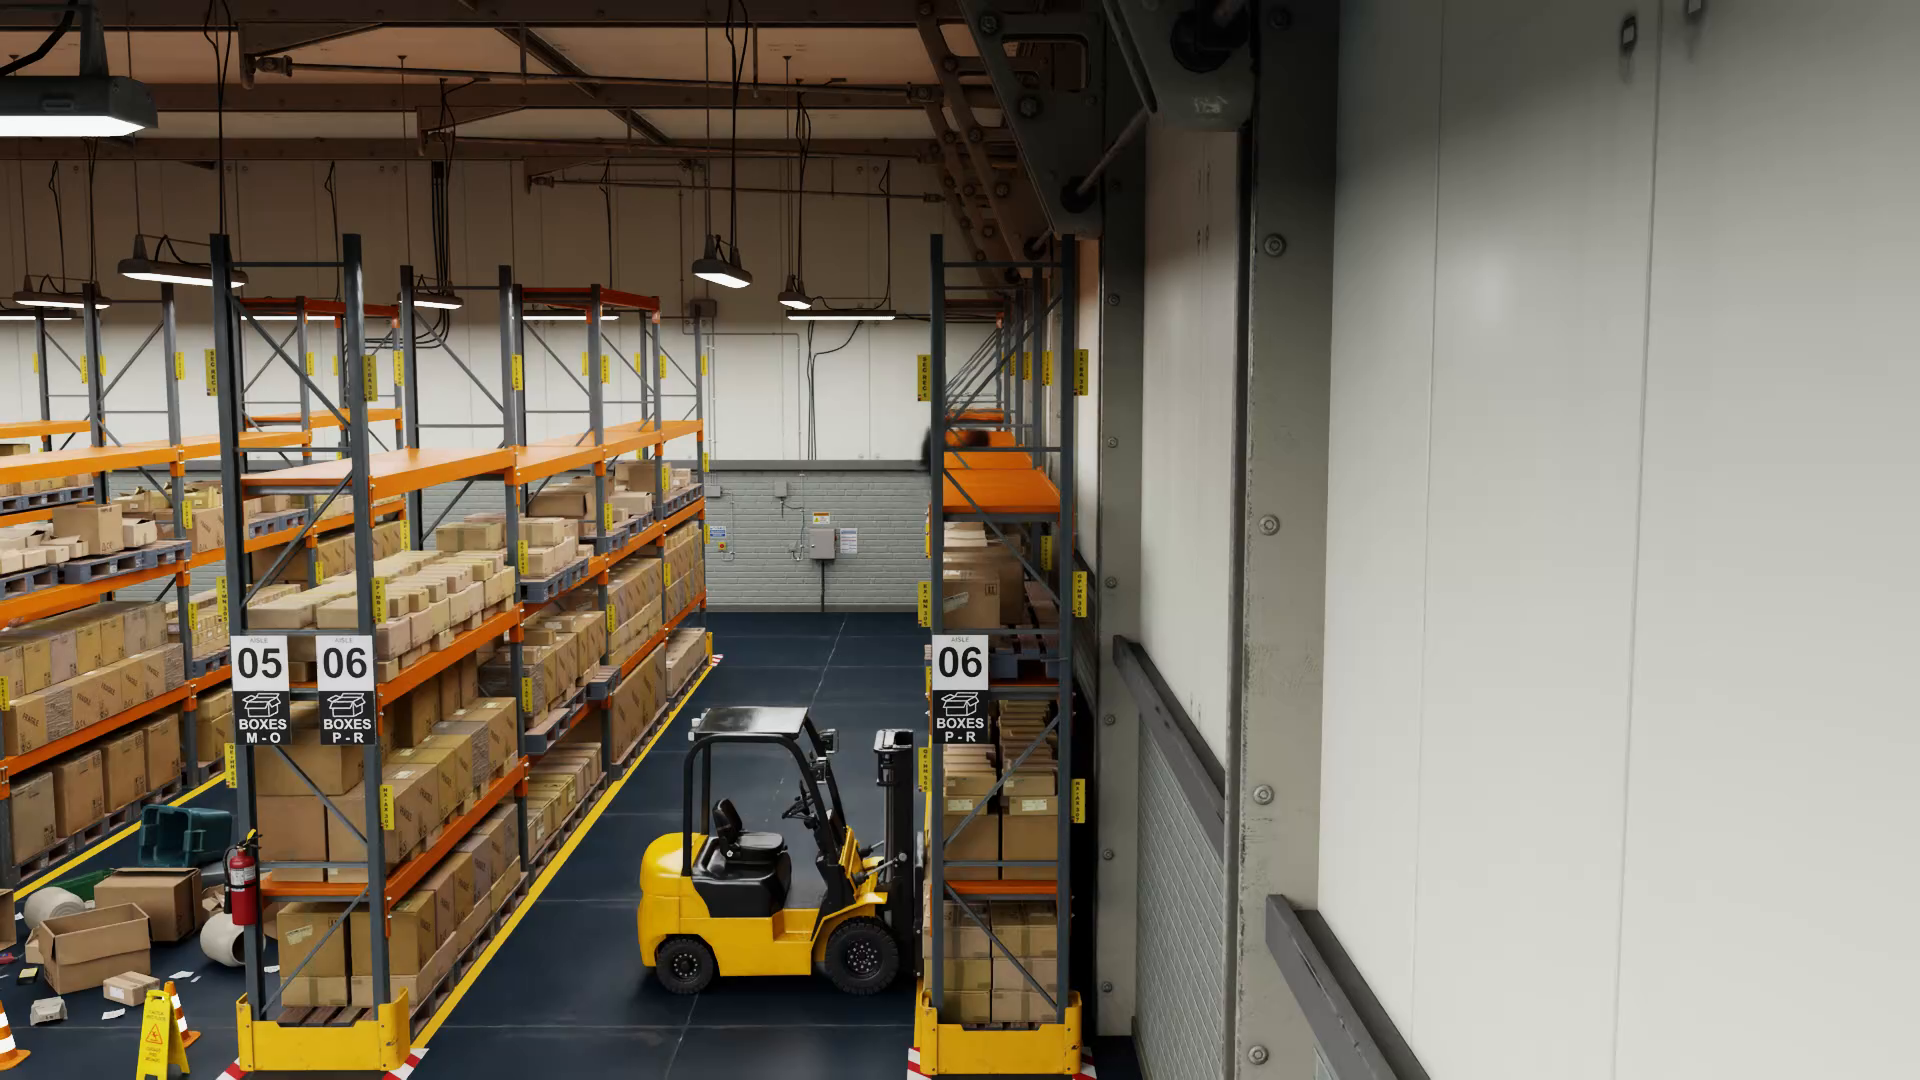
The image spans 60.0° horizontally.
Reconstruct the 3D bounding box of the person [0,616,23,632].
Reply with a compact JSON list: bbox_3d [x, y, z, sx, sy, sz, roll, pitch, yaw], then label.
[{"bbox_3d":[-12.905,1.790,22.812,0.662,1.741,0.607,-1,6,-8],"label":"person"}]
